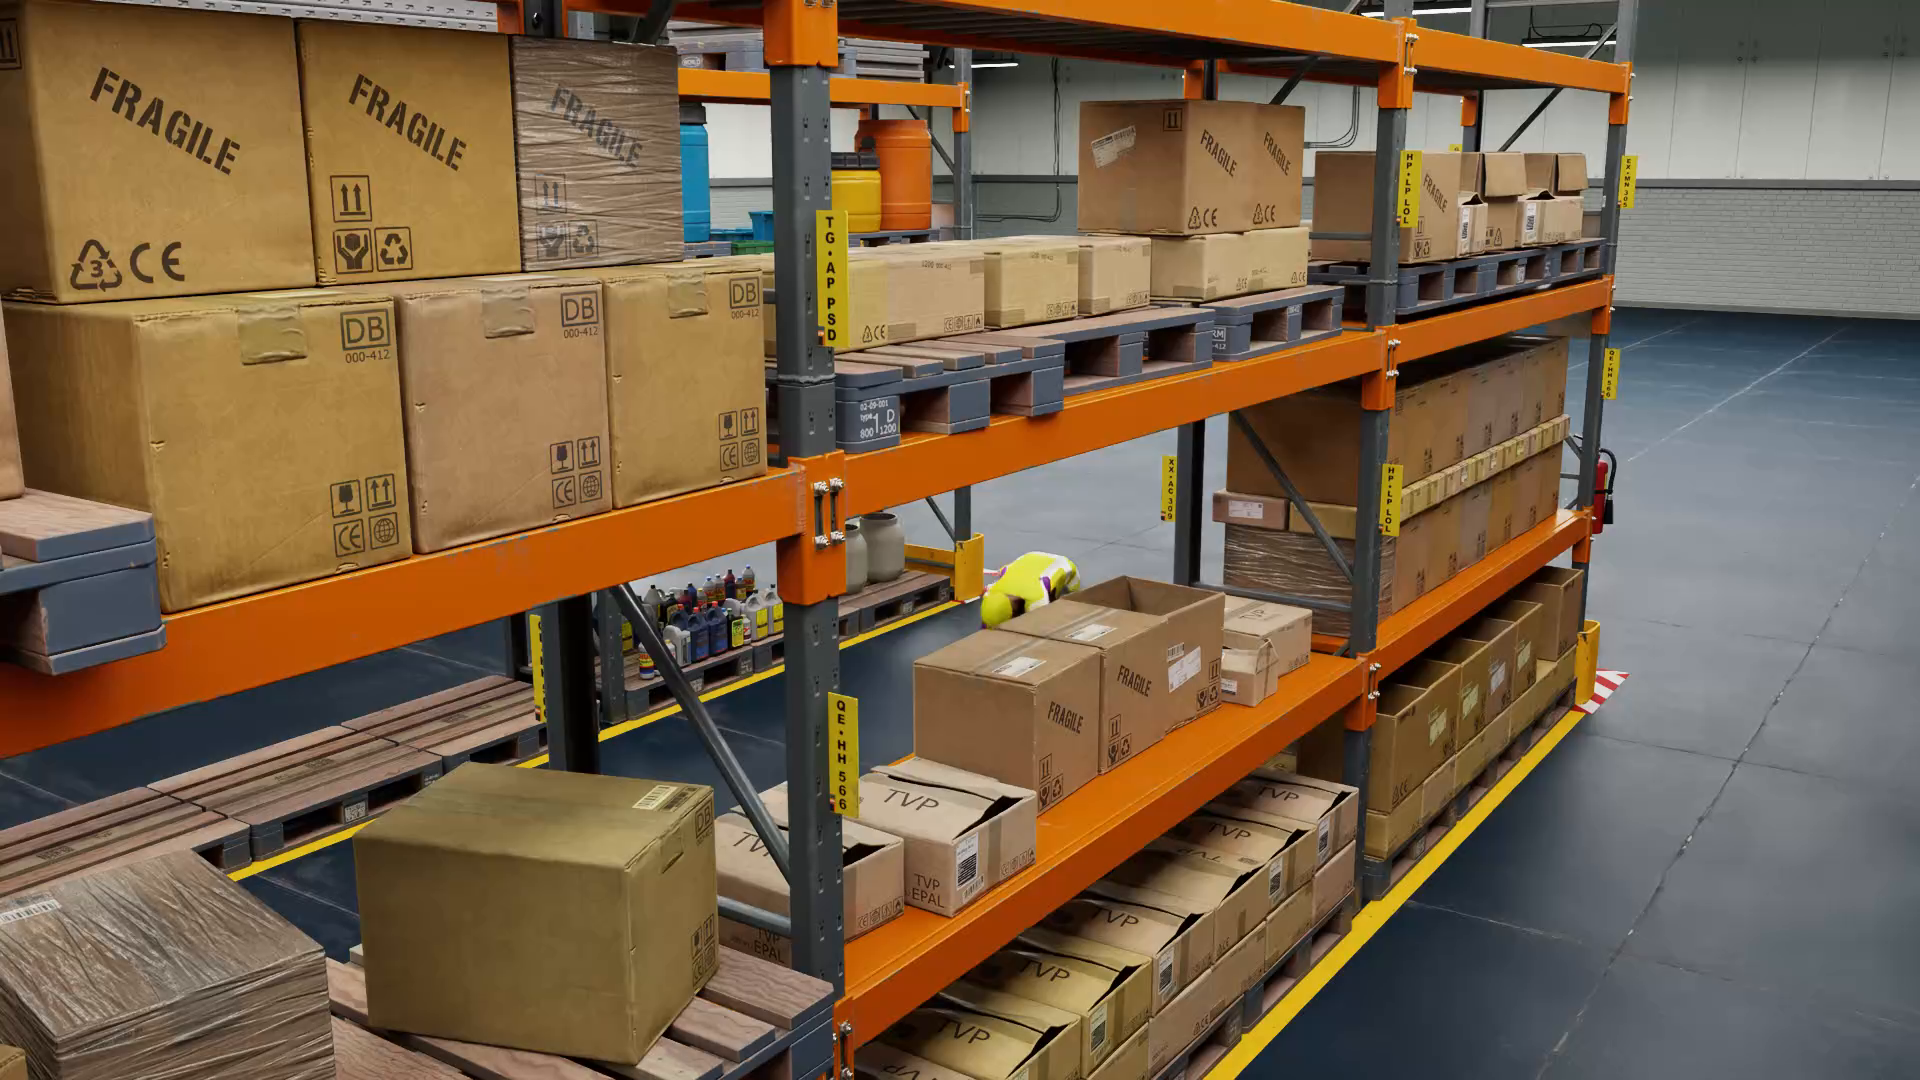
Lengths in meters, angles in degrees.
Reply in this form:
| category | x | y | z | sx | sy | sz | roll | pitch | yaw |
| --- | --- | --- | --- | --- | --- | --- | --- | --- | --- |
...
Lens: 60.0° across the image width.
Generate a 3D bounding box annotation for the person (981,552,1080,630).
| category | x | y | z | sx | sy | sz | roll | pitch | yaw |
| --- | --- | --- | --- | --- | --- | --- | --- | --- | --- |
| person | 0.430 | 0.620 | 10.913 | 0.500 | 1.006 | 0.976 | 8 | 15 | 31 |
